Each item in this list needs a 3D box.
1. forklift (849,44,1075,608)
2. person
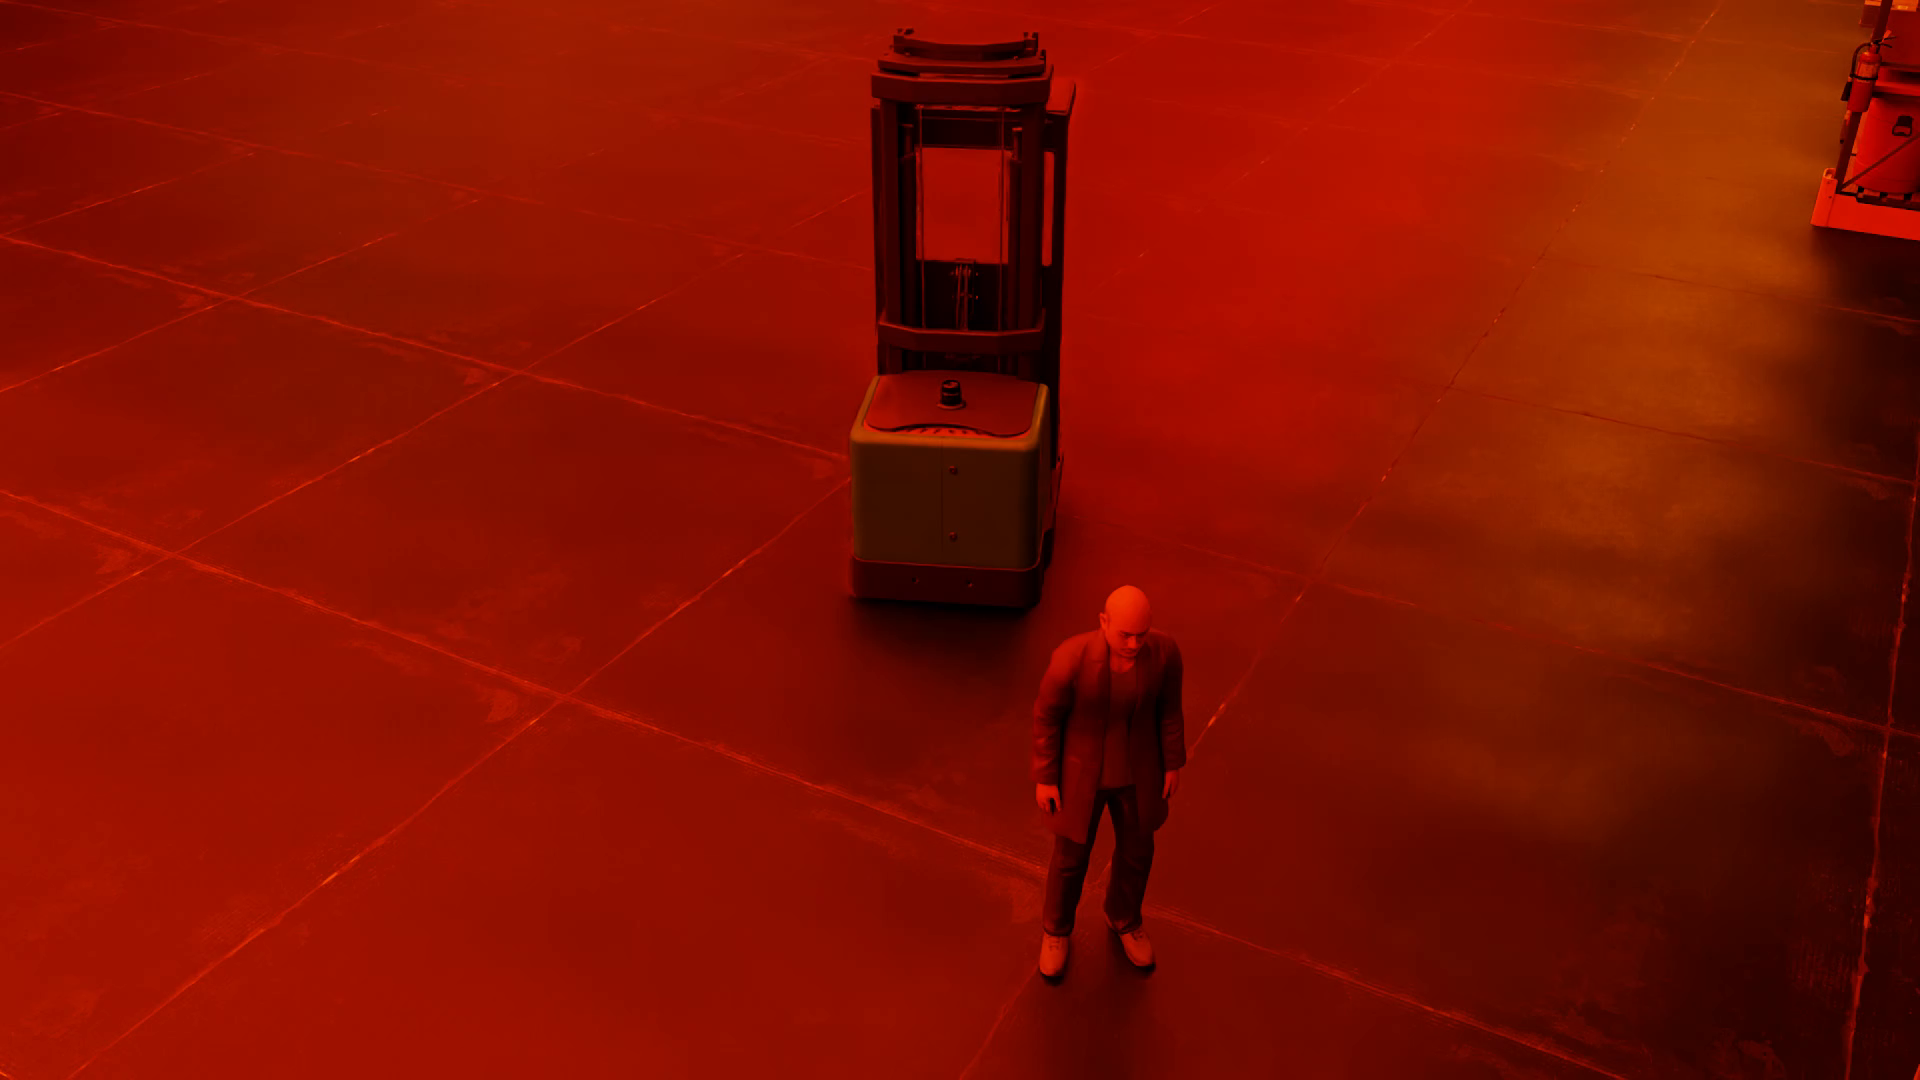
[{"bbox_3d":[0.080,-1.581,9.874,1.129,2.867,3.031,3,30,6],"label":"forklift"},{"bbox_3d":[0.595,0.944,6.594,0.599,1.772,0.389,-5,30,-9],"label":"person"}]
